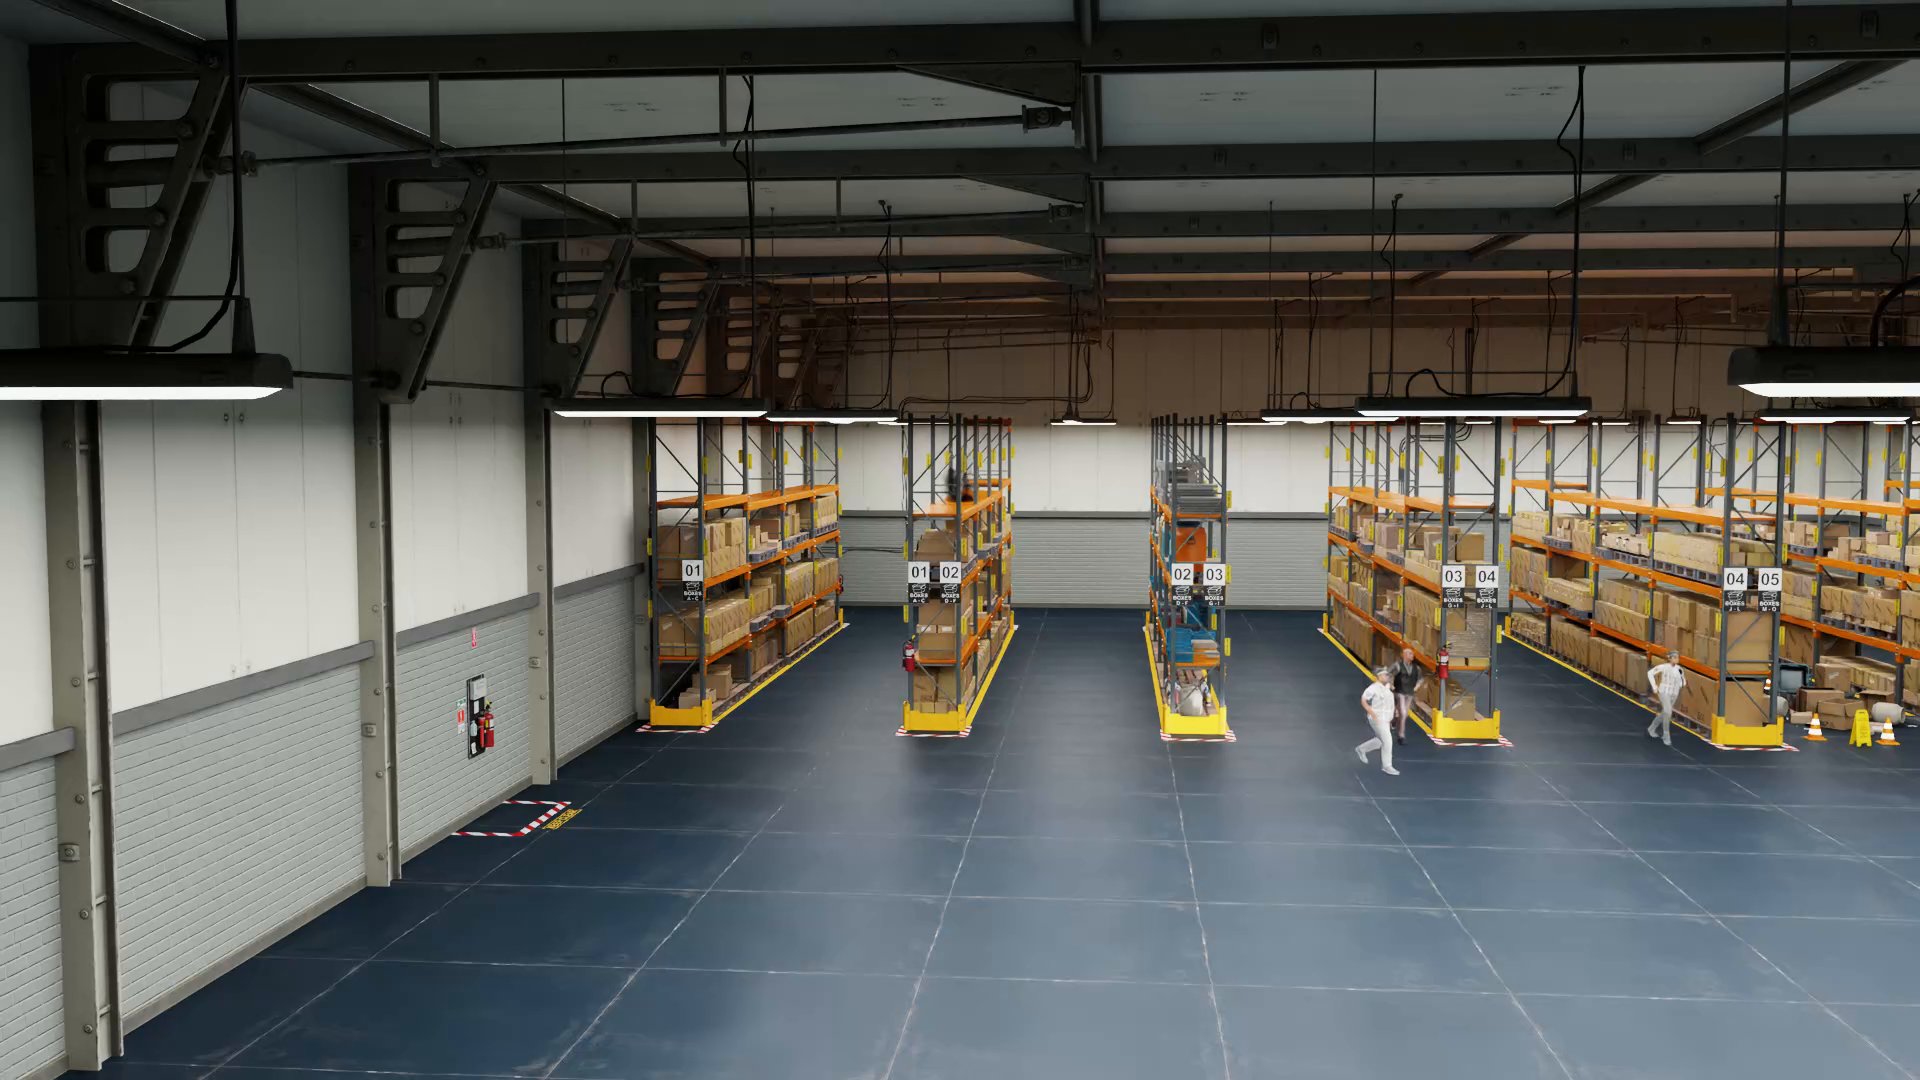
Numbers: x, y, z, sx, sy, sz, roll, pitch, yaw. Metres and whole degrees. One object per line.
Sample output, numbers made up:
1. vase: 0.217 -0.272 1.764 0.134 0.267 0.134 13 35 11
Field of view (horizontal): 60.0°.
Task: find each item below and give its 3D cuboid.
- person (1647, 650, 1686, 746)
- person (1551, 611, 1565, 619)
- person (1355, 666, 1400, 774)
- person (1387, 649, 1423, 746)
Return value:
1. person: 12.940 2.858 30.382 0.620 1.733 0.807 -1 4 -15
2. person: 16.686 1.701 47.050 0.718 1.712 0.849 -2 4 -29
3. person: 6.982 2.987 27.795 0.868 1.780 0.675 3 5 40
4. person: 8.119 2.837 30.344 0.668 1.718 0.801 -1 4 -15
